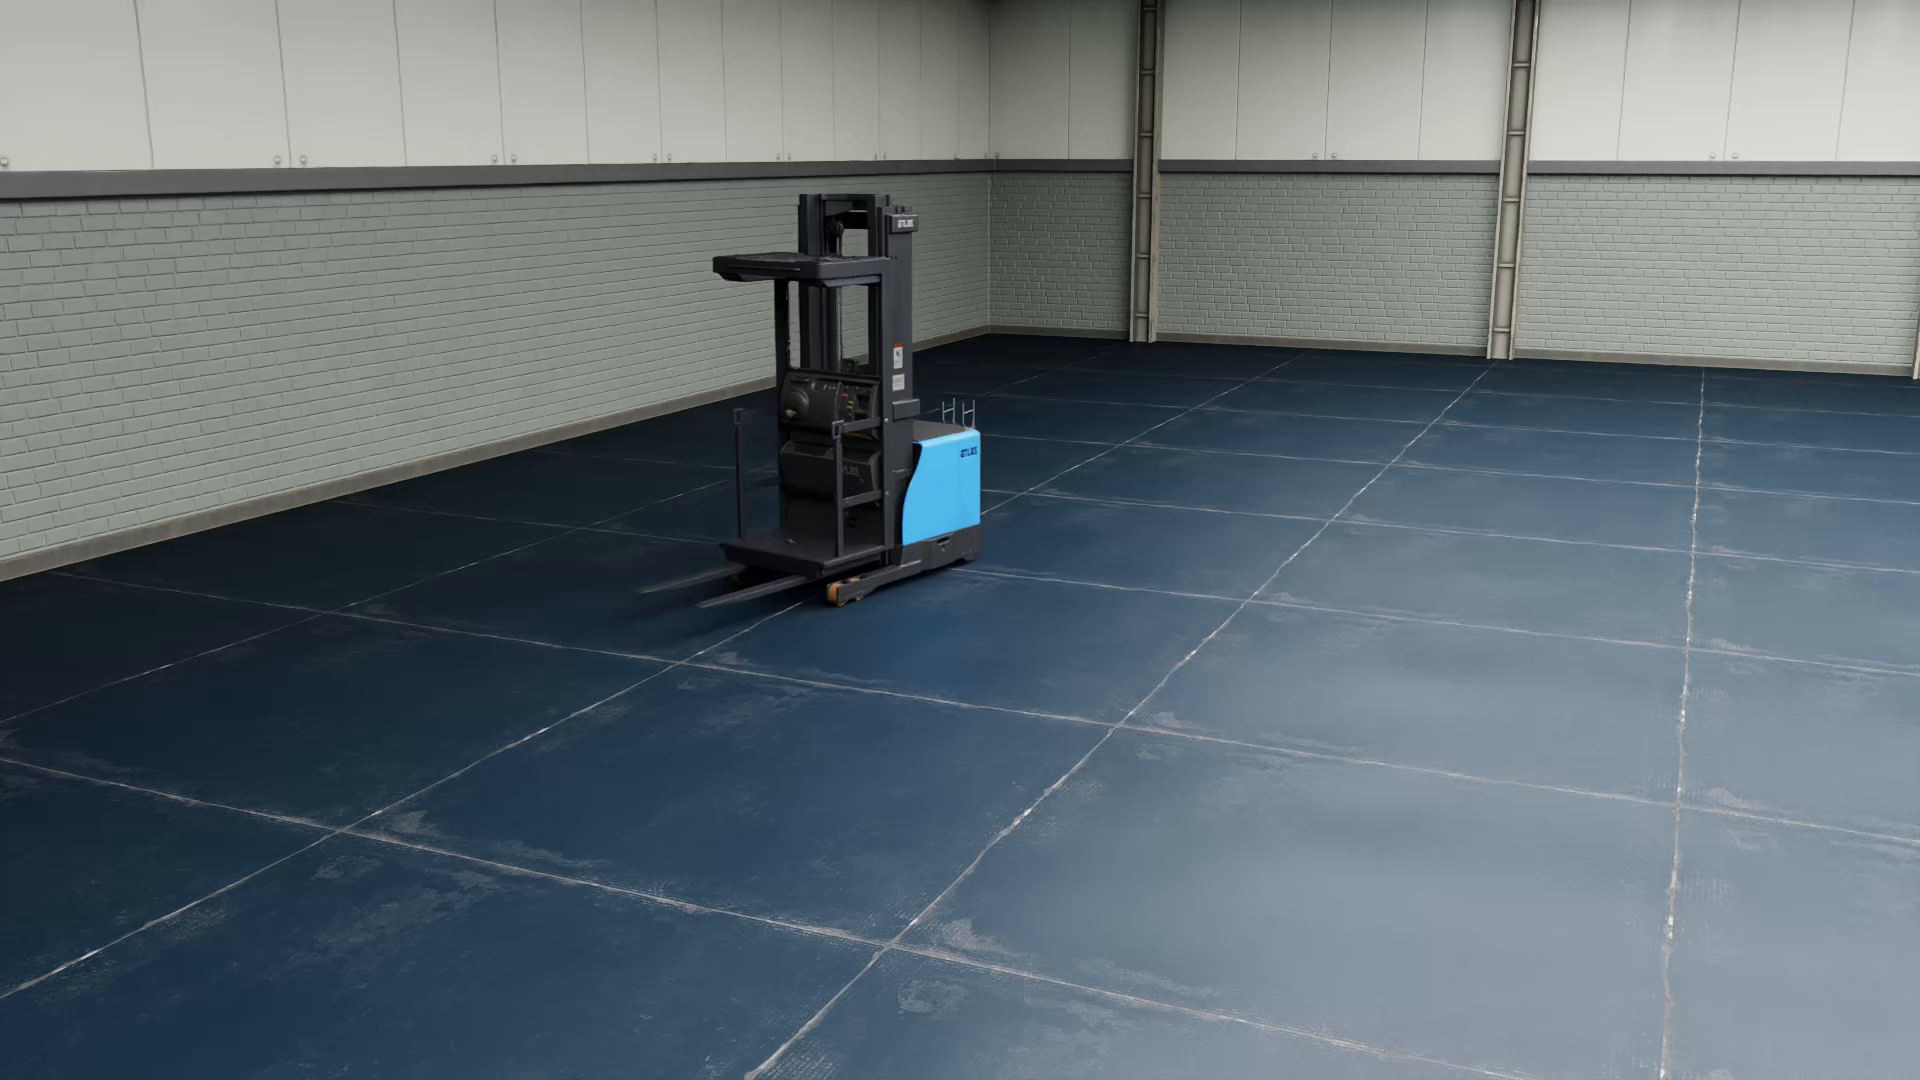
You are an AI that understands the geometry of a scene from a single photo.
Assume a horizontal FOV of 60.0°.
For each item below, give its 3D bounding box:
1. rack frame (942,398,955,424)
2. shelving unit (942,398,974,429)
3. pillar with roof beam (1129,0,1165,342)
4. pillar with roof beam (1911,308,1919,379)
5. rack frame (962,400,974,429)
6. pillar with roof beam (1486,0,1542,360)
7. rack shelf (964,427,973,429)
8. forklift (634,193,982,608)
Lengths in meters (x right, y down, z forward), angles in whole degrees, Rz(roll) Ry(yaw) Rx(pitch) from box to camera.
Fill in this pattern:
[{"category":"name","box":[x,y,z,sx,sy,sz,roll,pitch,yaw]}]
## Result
[{"category":"rack frame","box":[-0.097,-0.594,14.160,0.006,1.200,0.240,6,14,23]},{"category":"shelving unit","box":[-0.013,-0.585,14.123,0.189,1.200,0.258,6,14,23]},{"category":"pillar with roof beam","box":[1.456,-6.964,24.235,0.400,9.000,9.100,6,14,23]},{"category":"pillar with roof beam","box":[12.427,-5.854,19.503,0.400,9.000,9.100,6,14,23]},{"category":"rack frame","box":[0.070,-0.577,14.087,0.006,1.200,0.240,6,14,23]},{"category":"pillar with roof beam","box":[6.942,-6.409,21.869,0.400,9.000,9.100,6,14,23]},{"category":"rack shelf","box":[-0.013,-0.893,14.051,0.180,0.103,0.258,6,14,23]},{"category":"forklift","box":[-1.115,-1.072,12.405,1.130,2.935,3.031,10,16,36]}]
